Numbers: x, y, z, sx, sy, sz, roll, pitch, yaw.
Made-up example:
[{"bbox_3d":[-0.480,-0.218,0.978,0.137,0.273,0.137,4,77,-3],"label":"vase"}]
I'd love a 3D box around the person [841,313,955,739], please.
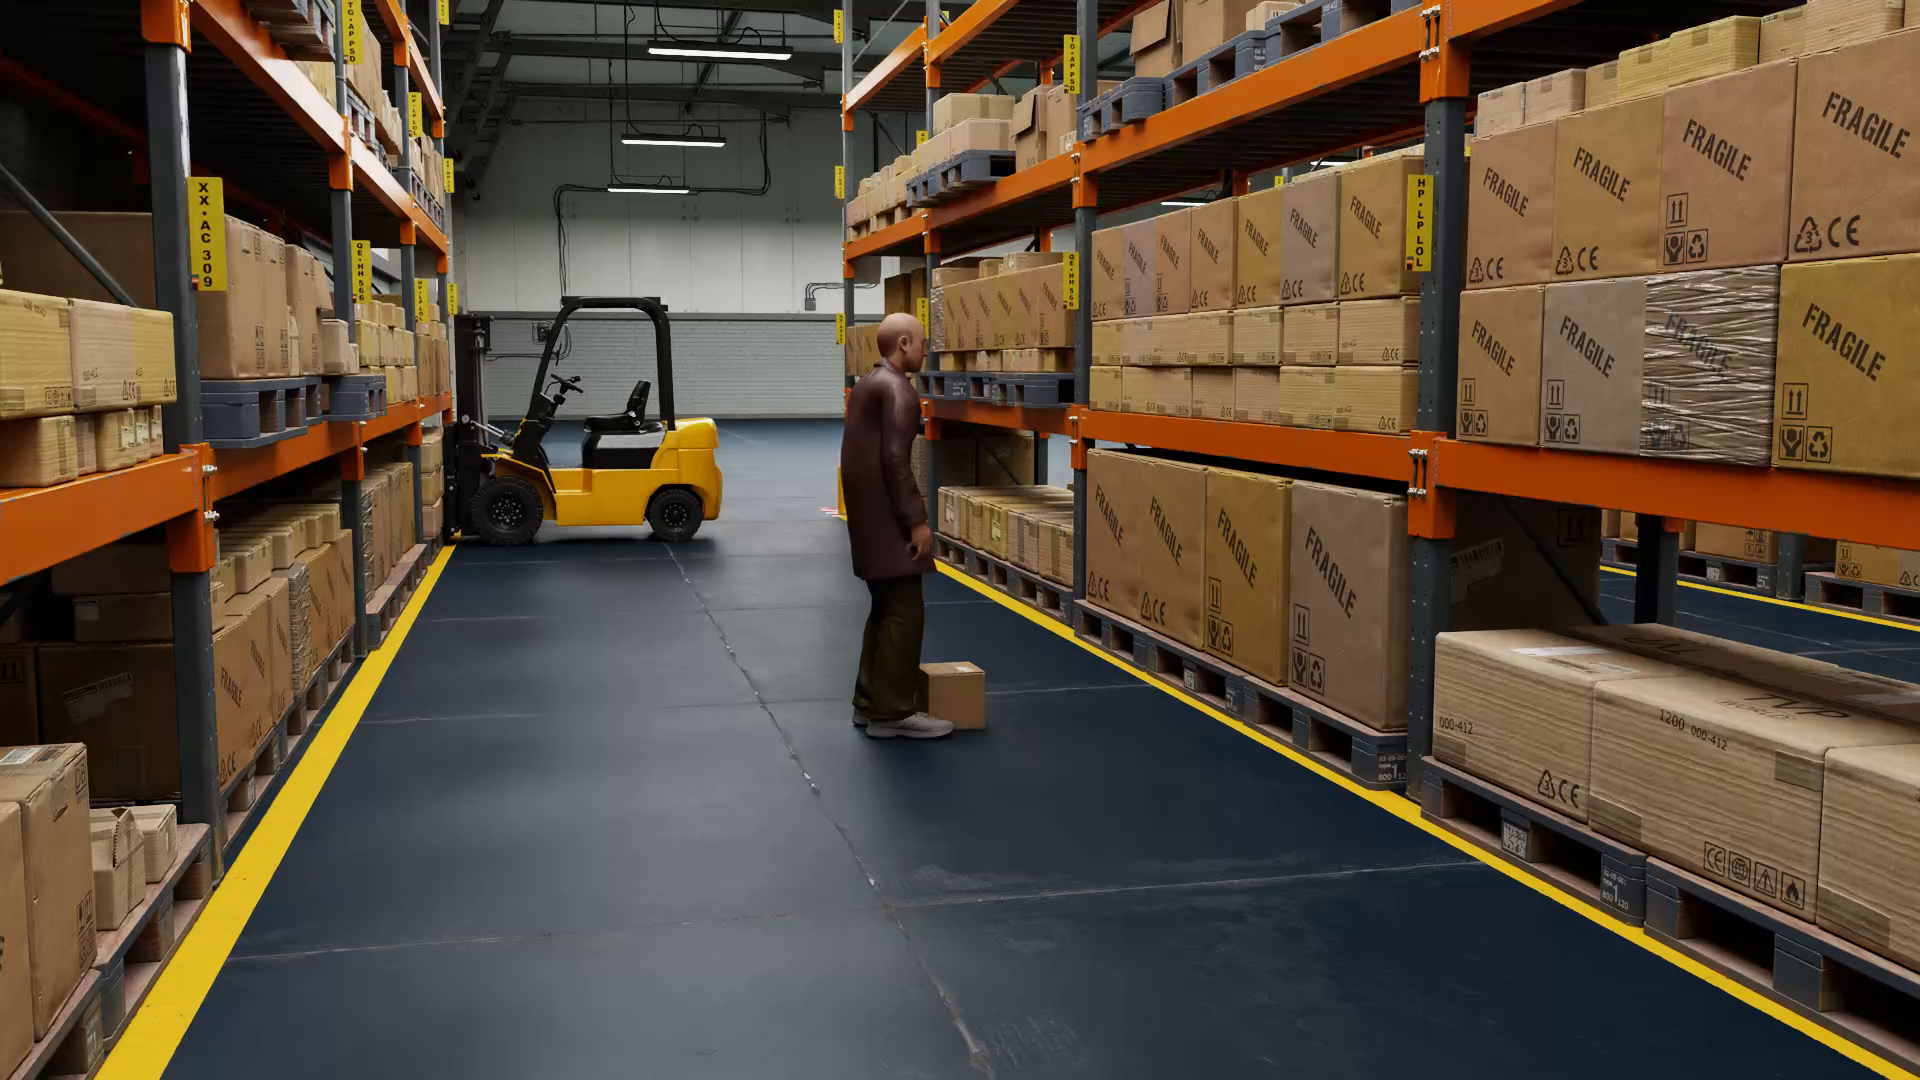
[{"bbox_3d":[-0.290,-0.075,7.095,0.418,1.774,0.656,-2,6,-16],"label":"person"}]
